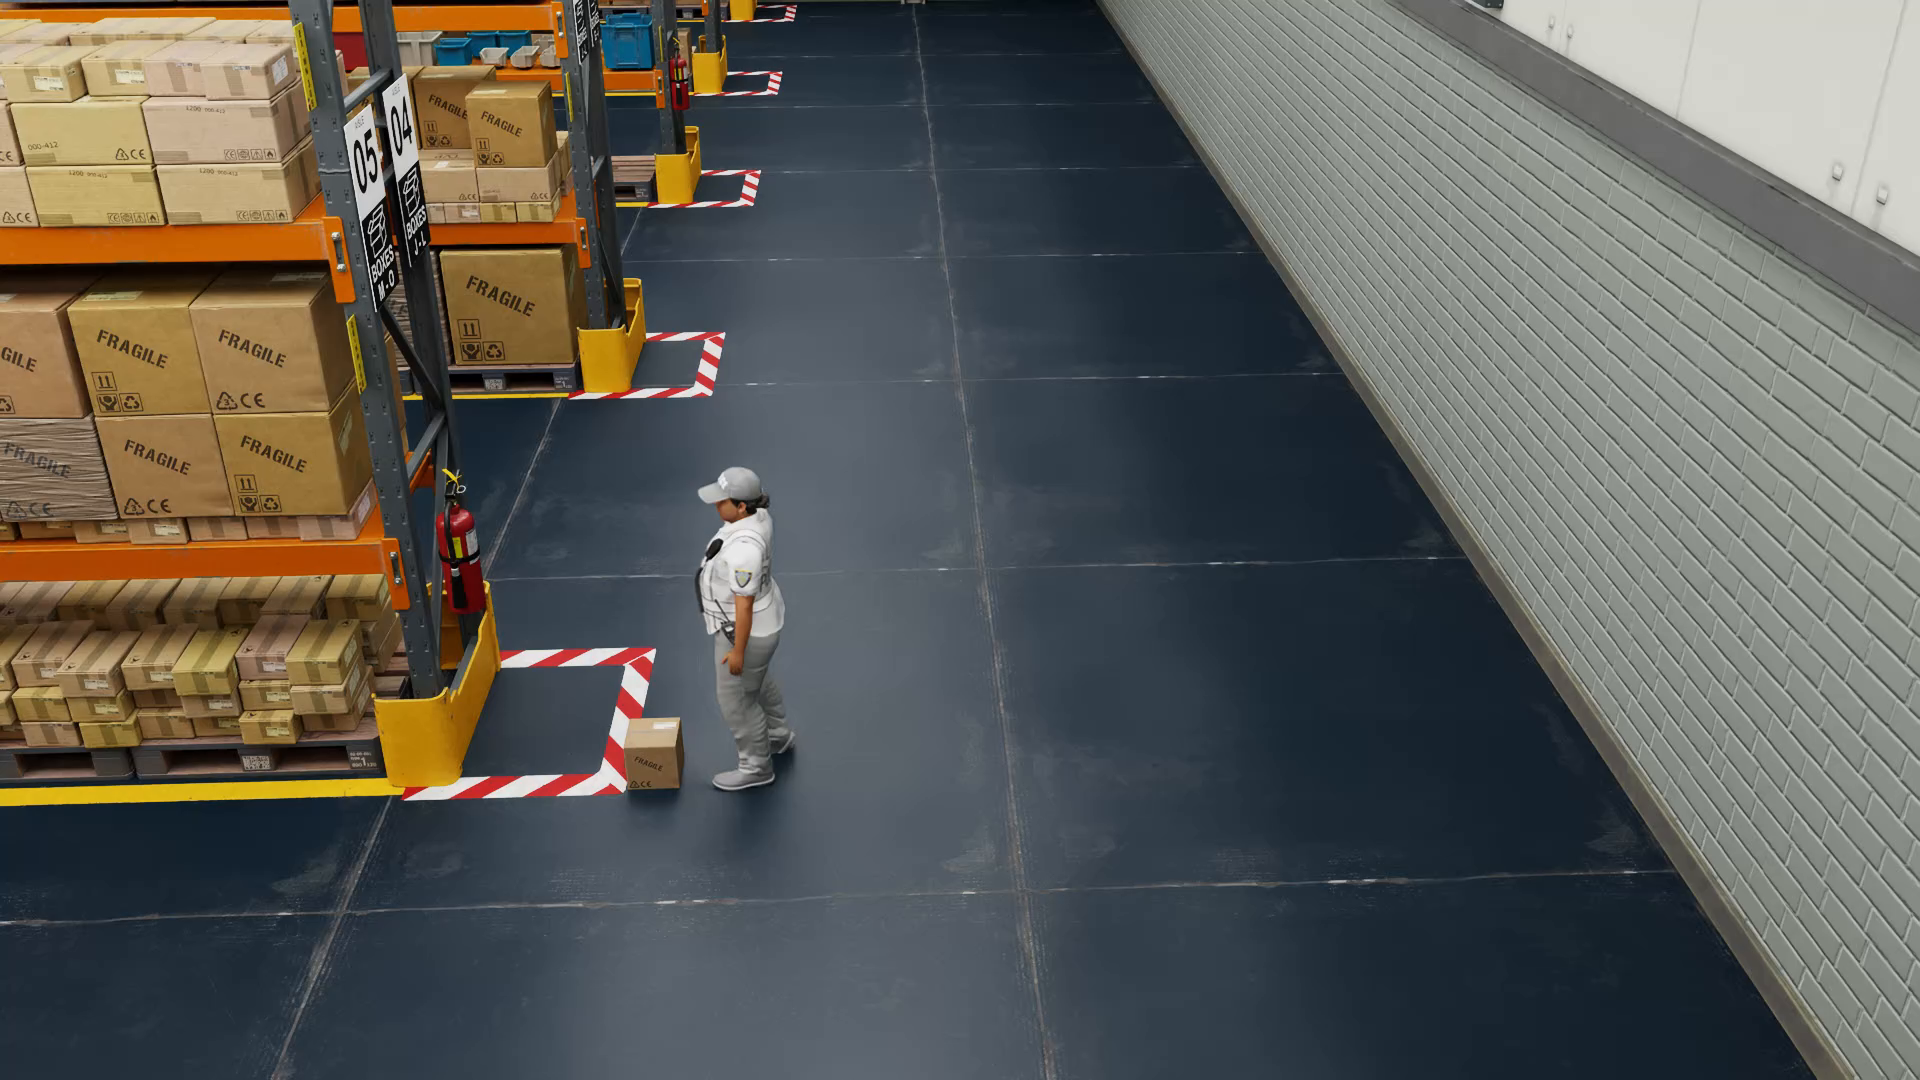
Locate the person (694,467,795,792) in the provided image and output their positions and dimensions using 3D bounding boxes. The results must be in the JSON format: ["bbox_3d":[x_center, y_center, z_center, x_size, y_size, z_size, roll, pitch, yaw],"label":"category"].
[{"bbox_3d":[-1.017,0.457,7.867,0.388,1.761,0.497,-1,28,-1],"label":"person"}]
